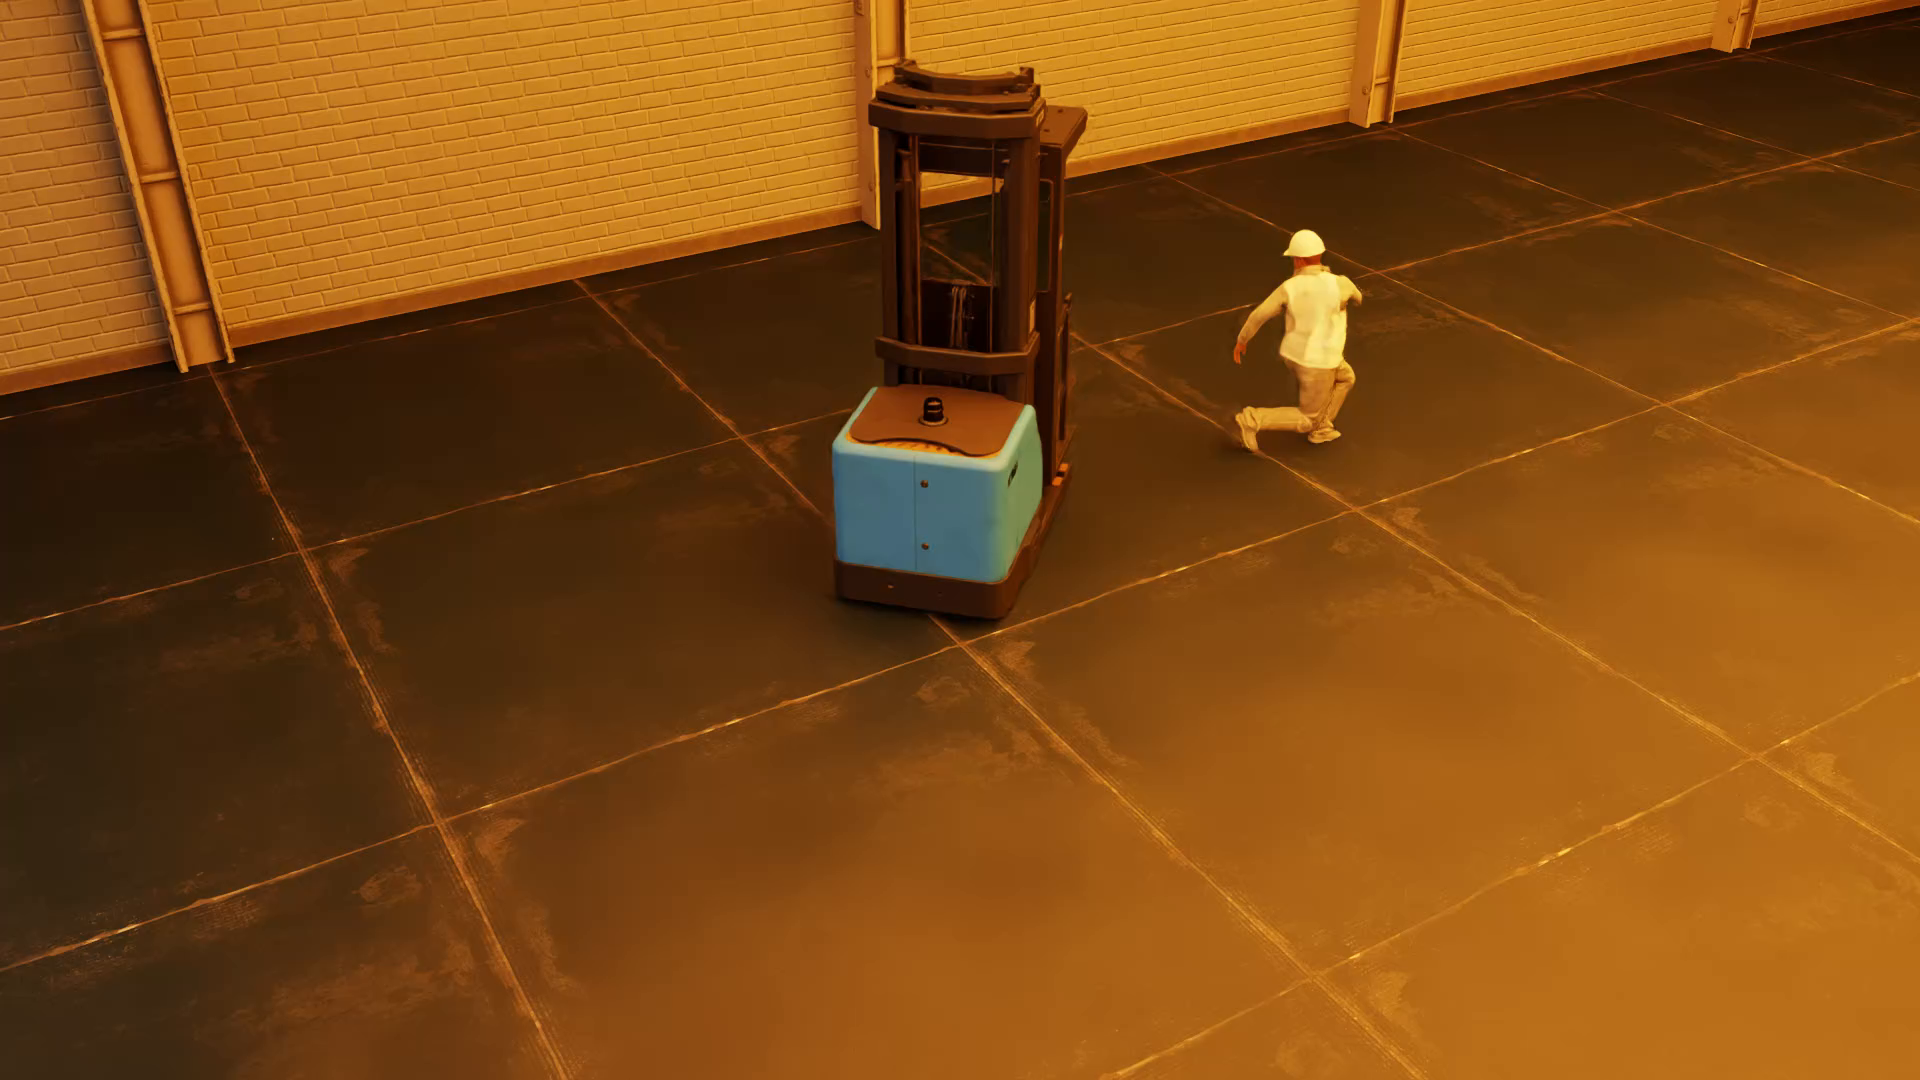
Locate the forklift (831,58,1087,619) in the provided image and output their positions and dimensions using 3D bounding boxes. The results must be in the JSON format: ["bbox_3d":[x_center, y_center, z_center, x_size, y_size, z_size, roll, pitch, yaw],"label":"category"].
[{"bbox_3d":[0.128,-1.549,10.234,1.130,2.935,3.031,8,32,13],"label":"forklift"}]

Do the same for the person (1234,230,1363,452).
[{"bbox_3d":[2.296,-1.329,11.275,0.907,1.546,0.650,-15,34,-24],"label":"person"}]
